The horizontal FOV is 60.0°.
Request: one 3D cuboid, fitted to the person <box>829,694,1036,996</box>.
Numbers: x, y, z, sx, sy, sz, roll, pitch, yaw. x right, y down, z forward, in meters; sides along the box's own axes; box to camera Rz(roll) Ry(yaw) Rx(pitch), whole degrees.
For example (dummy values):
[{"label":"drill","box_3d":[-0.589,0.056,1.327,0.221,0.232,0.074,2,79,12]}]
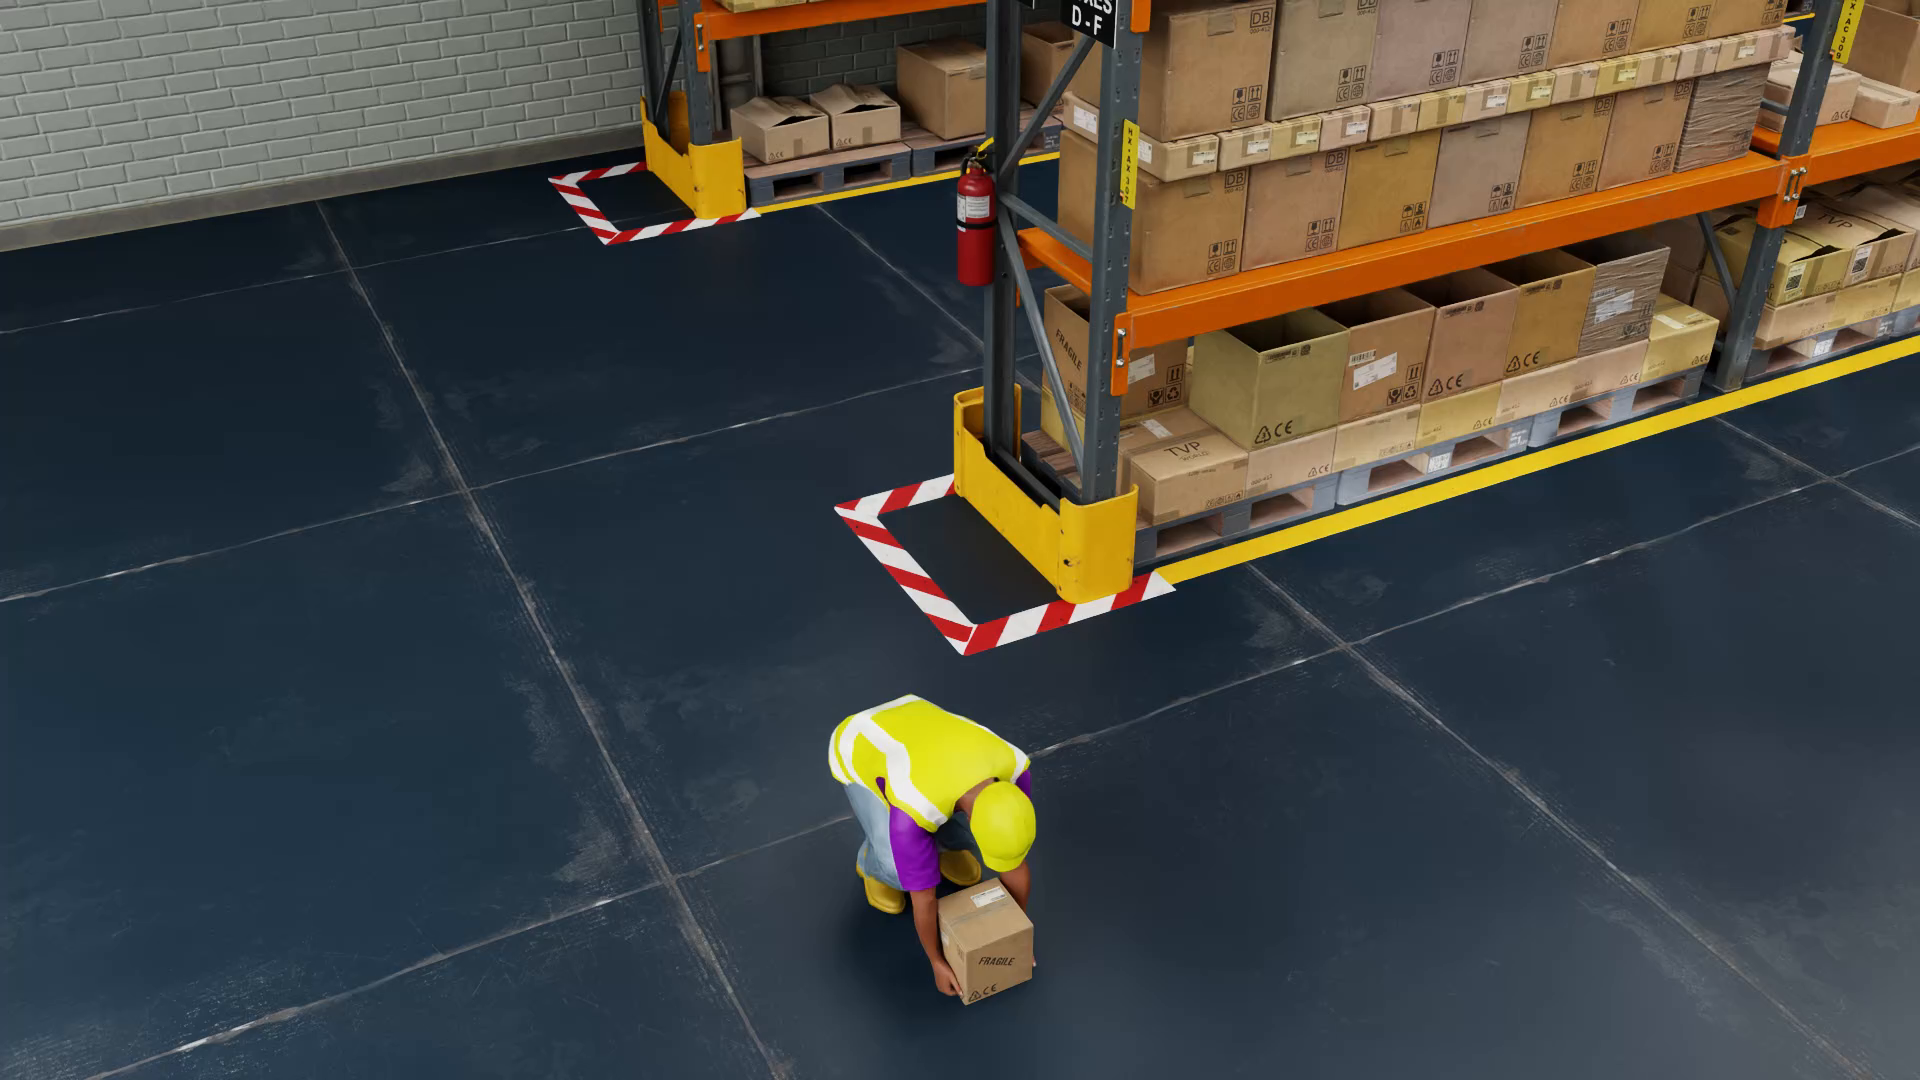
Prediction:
[{"label":"person","box_3d":[-0.055,0.951,5.579,0.529,0.827,0.955,-17,36,-24]}]
